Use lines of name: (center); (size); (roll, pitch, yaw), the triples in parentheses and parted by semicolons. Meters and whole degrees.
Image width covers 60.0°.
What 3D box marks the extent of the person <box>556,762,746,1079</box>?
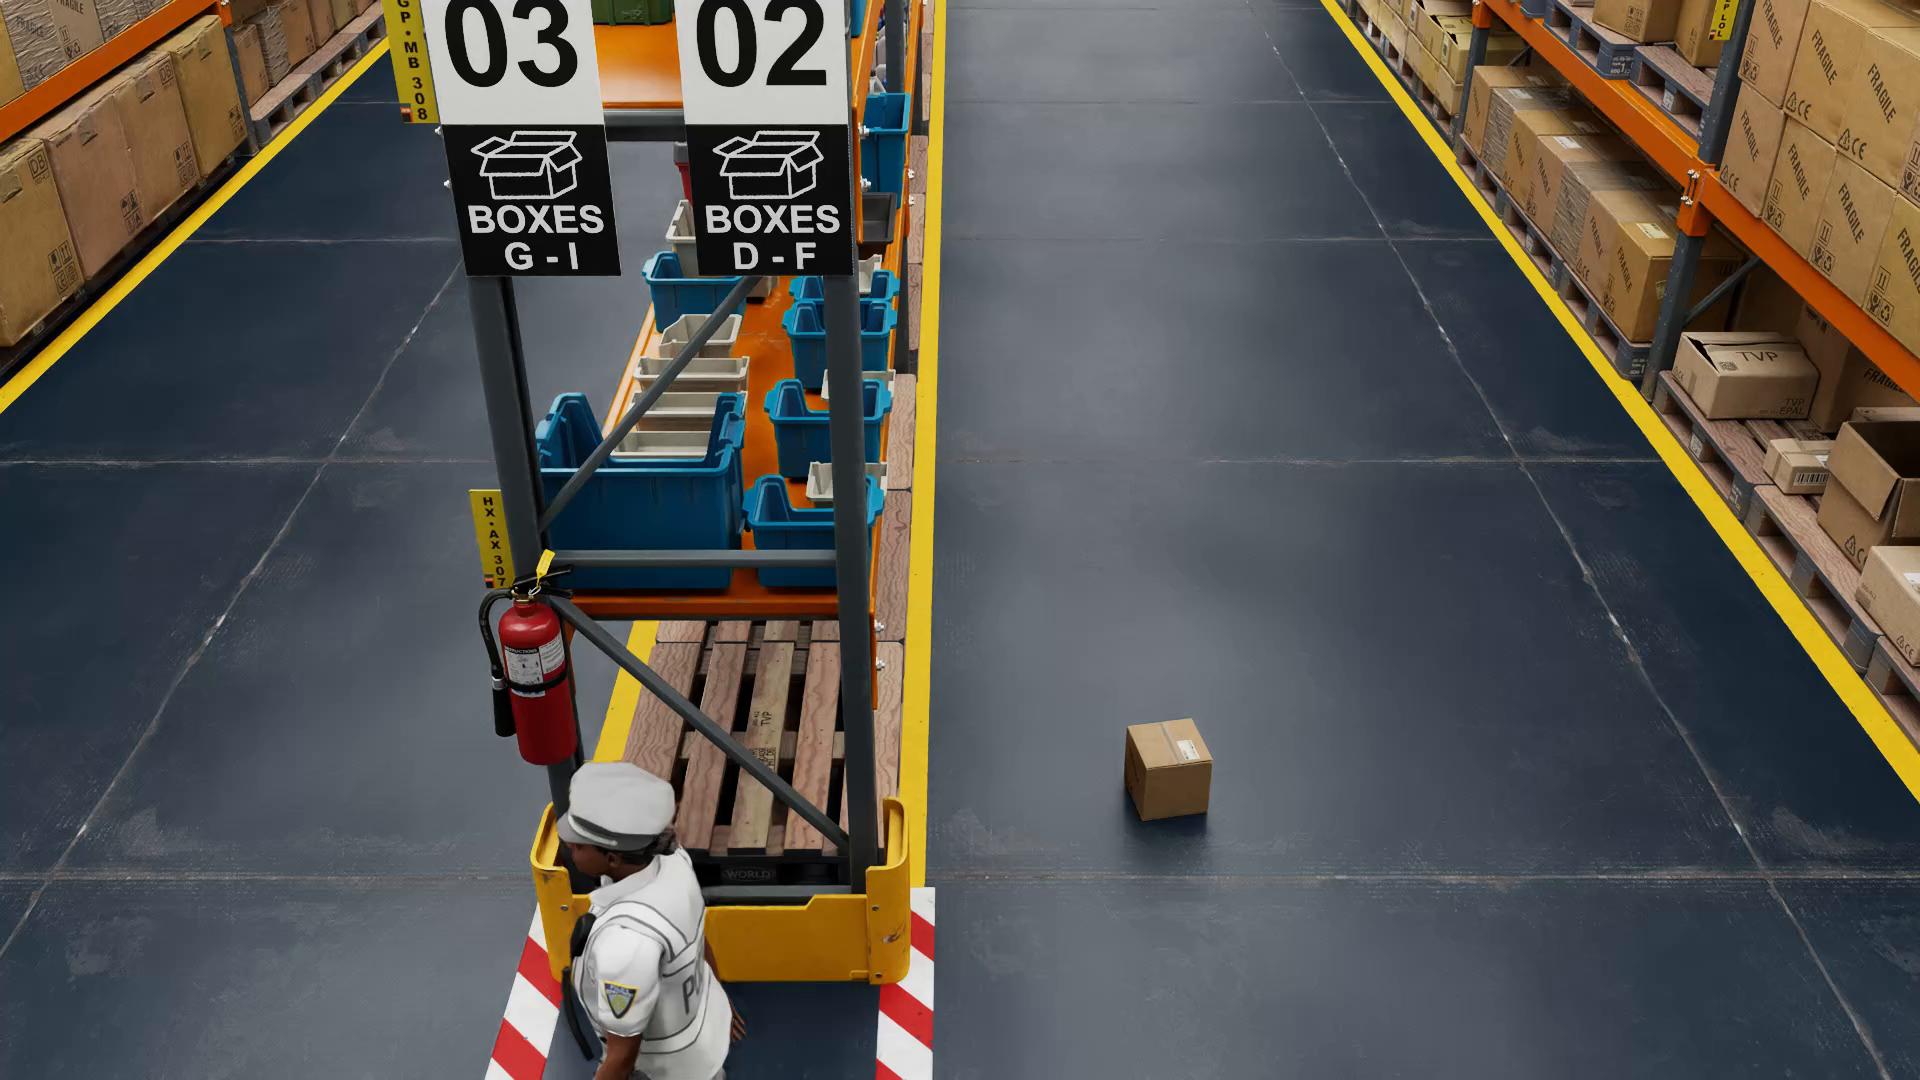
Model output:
person: (-0.667, 1.268, 4.077); (0.936, 1.641, 0.537); (0, 32, -1)
